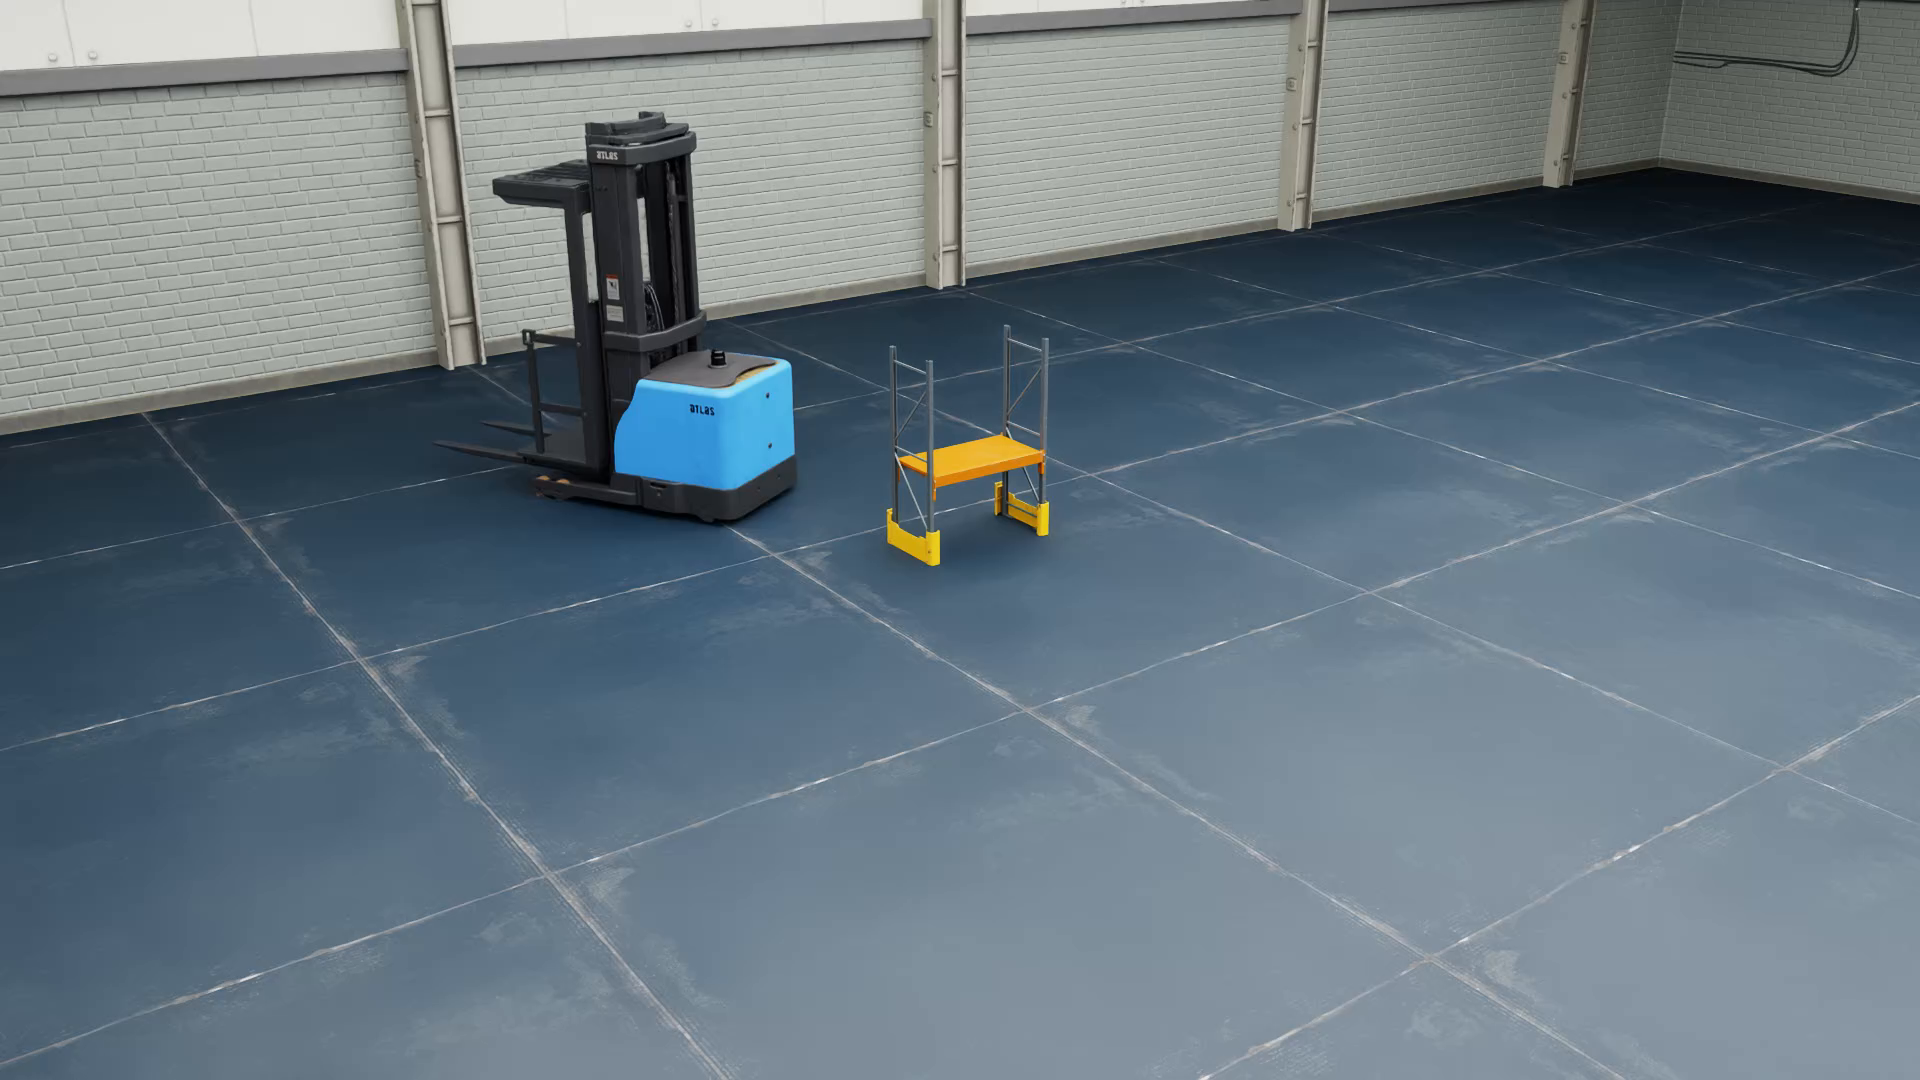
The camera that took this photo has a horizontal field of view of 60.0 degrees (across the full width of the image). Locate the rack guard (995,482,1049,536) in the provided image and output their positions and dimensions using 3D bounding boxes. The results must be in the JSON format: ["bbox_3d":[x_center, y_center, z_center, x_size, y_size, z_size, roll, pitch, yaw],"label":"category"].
[{"bbox_3d":[0.466,-0.240,12.662,0.087,0.250,0.587,-15,26,-33],"label":"rack guard"}]

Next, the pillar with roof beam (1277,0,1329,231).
[{"bbox_3d":[7.205,-7.272,18.478,0.400,9.000,9.100,-15,26,-33],"label":"pillar with roof beam"}]

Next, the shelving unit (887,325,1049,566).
[{"bbox_3d":[0.062,-0.713,12.160,1.083,1.500,0.587,-15,26,-33],"label":"shelving unit"}]

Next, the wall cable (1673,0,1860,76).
[{"bbox_3d":[12.725,-8.663,26.155,0.112,2.526,3.097,-15,26,-33],"label":"wall cable"}]

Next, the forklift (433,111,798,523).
[{"bbox_3d":[-2.868,-1.841,13.056,3.031,2.935,1.130,10,24,23],"label":"forklift"}]

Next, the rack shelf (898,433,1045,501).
[{"bbox_3d":[0.069,-0.548,12.231,1.000,0.185,0.538,-15,26,-33],"label":"rack shelf"}]

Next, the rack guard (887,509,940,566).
[{"bbox_3d":[-0.342,-0.025,12.121,0.087,0.250,0.587,-15,26,-33],"label":"rack guard"}]

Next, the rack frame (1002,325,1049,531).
[{"bbox_3d":[0.482,-0.825,12.440,0.032,1.500,0.500,-15,26,-33],"label":"rack frame"}]

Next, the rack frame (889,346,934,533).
[{"bbox_3d":[-0.343,-0.605,11.889,0.032,1.500,0.500,-15,26,-33],"label":"rack frame"}]

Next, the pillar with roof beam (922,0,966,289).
[{"bbox_3d":[2.334,-5.973,15.224,0.400,9.000,9.100,-15,26,-33],"label":"pillar with roof beam"}]

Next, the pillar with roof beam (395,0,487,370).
[{"bbox_3d":[-2.536,-4.675,11.969,0.400,9.000,9.100,-15,26,-33],"label":"pillar with roof beam"}]

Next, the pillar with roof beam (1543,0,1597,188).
[{"bbox_3d":[12.075,-8.571,21.733,0.400,9.000,9.100,-15,26,-33],"label":"pillar with roof beam"}]
